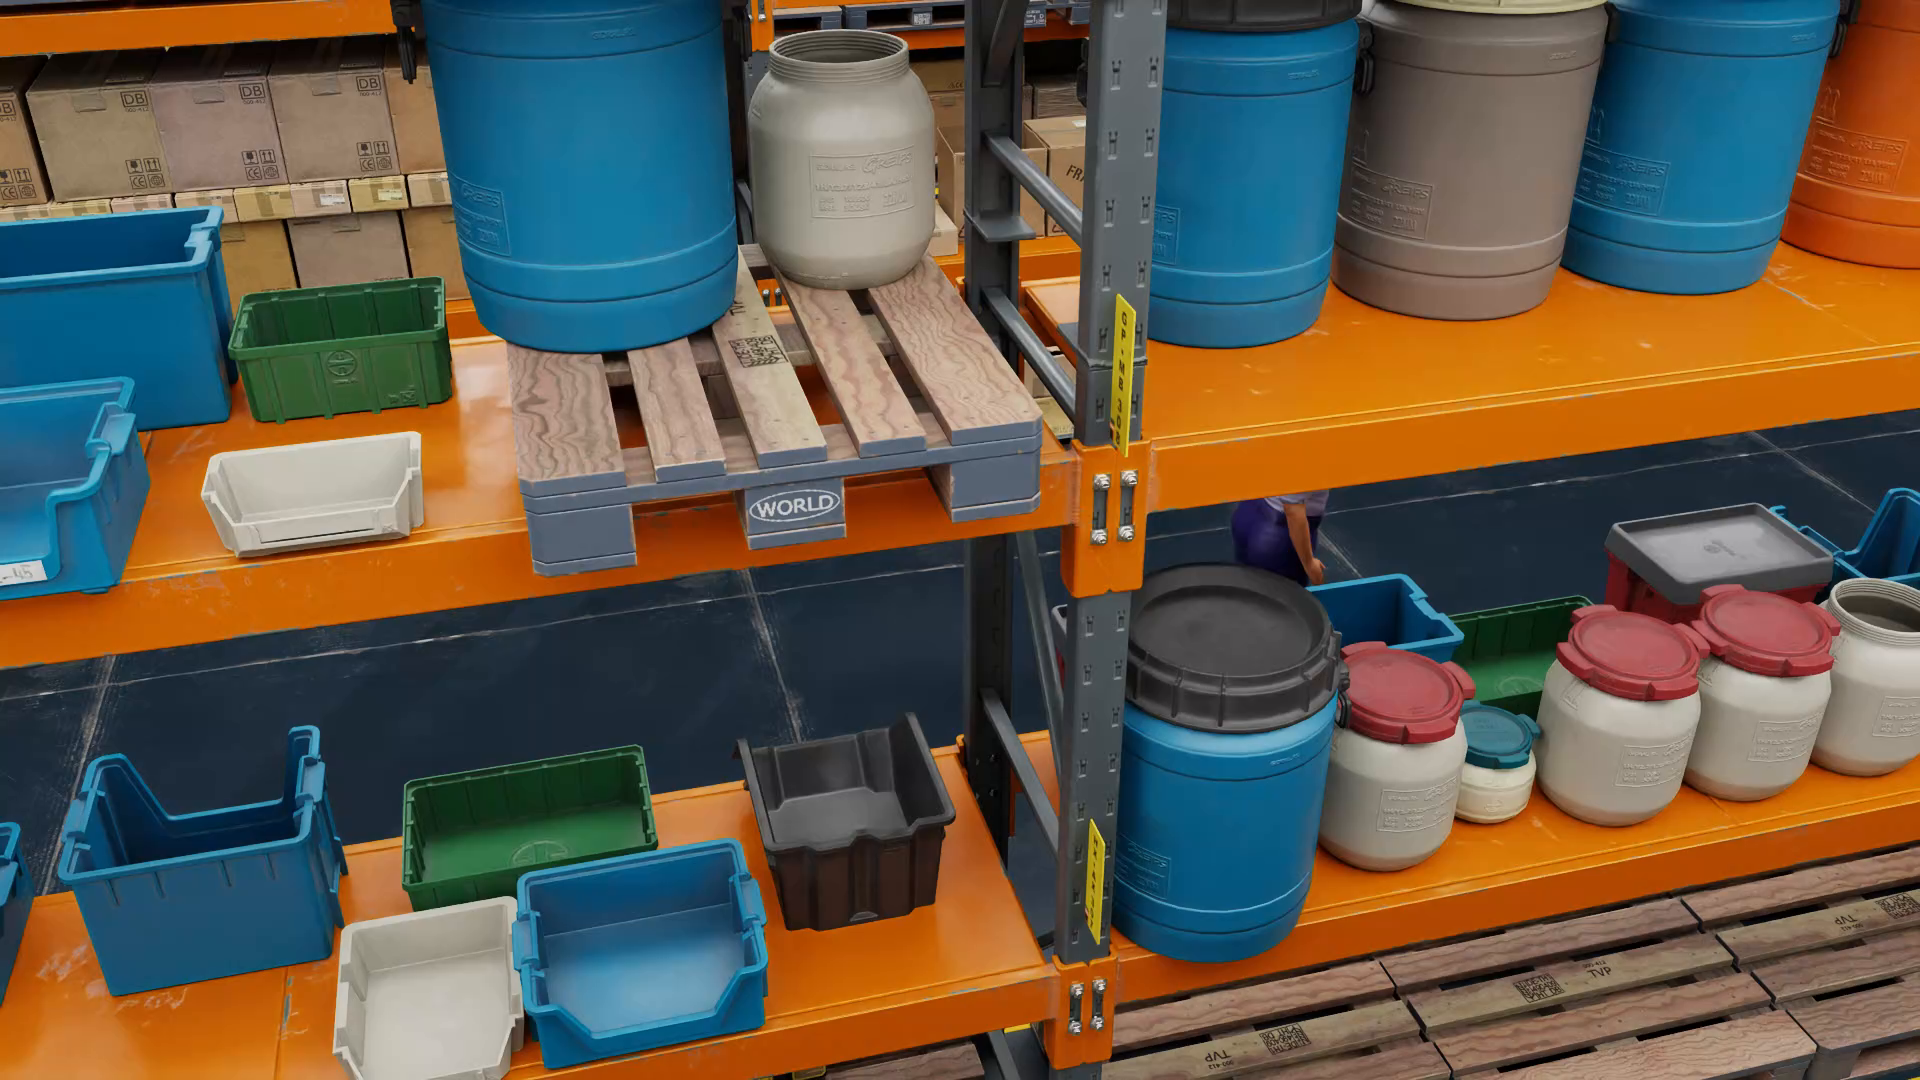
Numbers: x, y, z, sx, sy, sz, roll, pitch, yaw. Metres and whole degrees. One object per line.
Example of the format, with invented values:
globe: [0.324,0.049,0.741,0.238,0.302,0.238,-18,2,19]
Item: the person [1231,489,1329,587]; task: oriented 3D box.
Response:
person: [1.364,-0.015,7.147,0.351,1.664,0.588,-8,31,-13]
